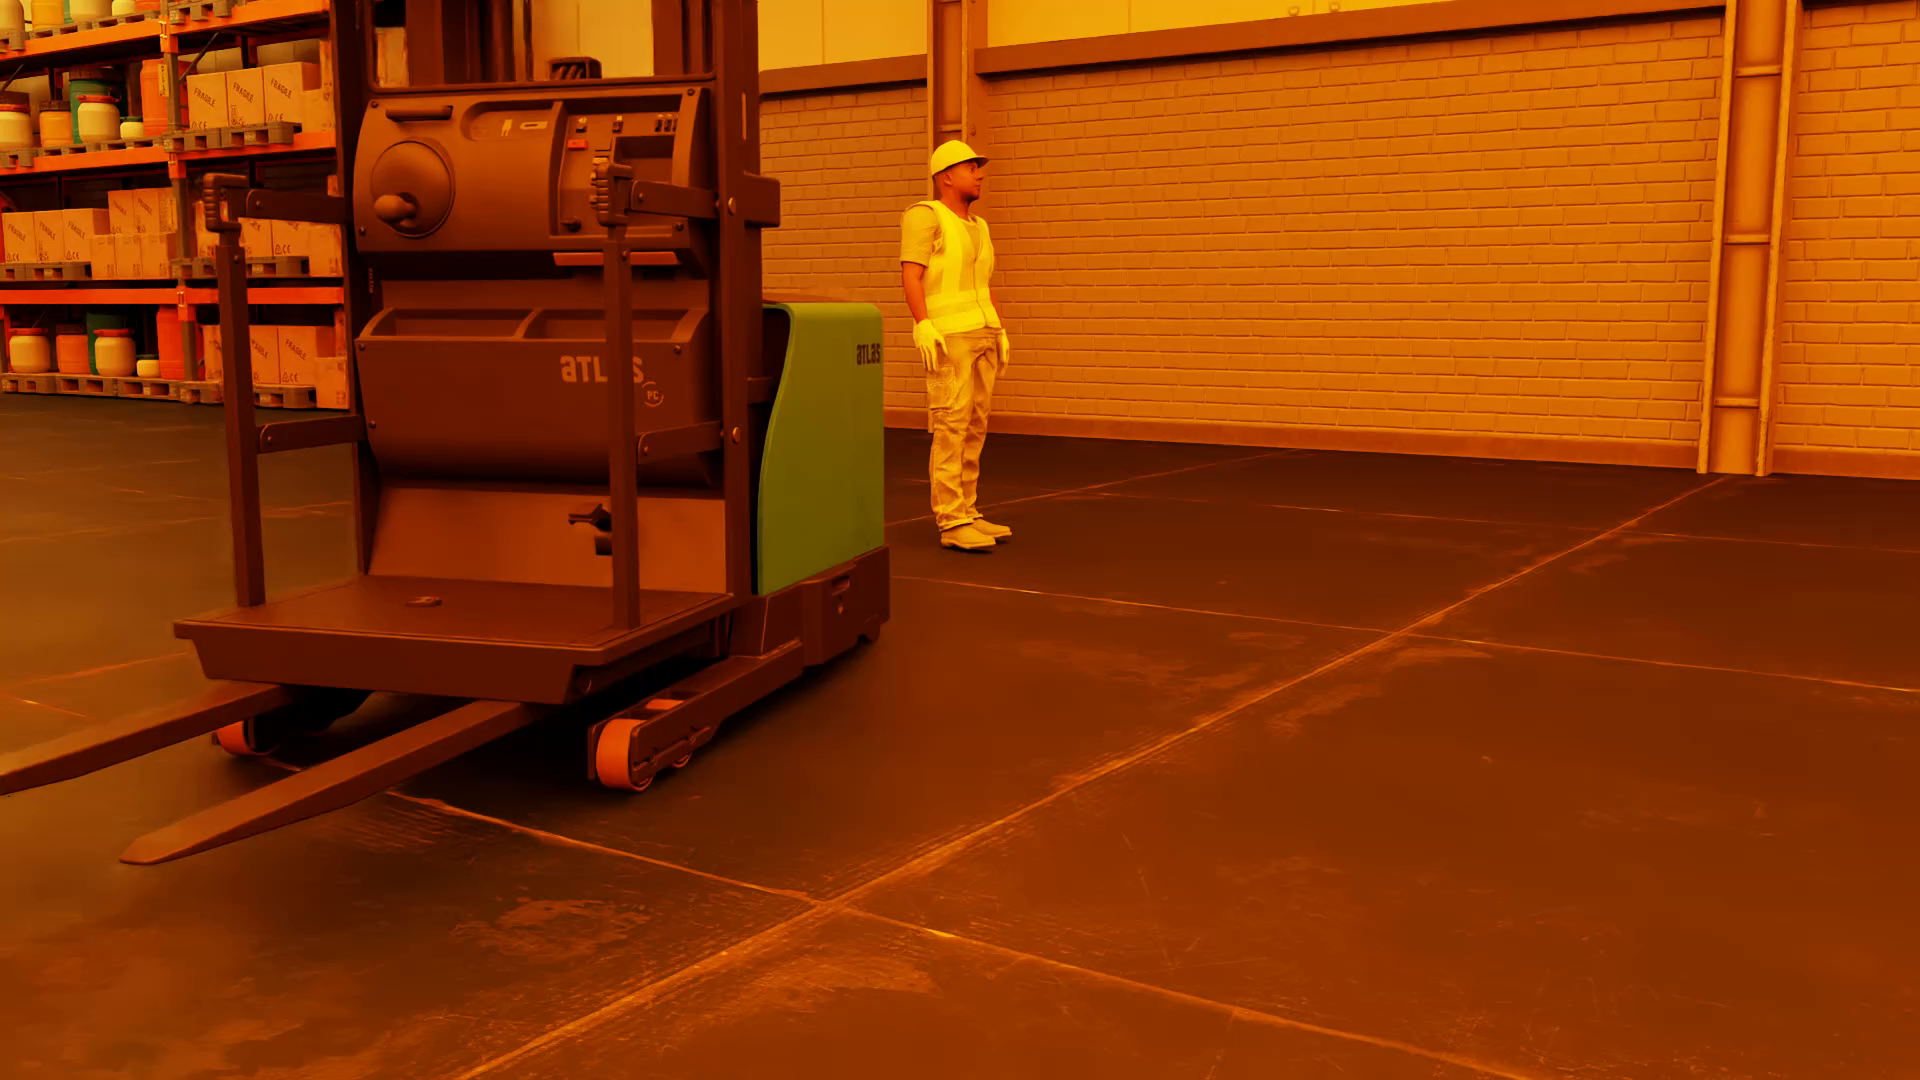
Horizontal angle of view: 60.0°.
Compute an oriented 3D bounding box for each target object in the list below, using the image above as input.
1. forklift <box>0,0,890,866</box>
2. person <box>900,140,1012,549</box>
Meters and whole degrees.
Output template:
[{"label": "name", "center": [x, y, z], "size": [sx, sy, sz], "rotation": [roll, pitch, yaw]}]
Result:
[{"label": "forklift", "center": [-1.133, -0.954, 3.903], "size": [1.130, 2.935, 3.031], "rotation": [2, 8, 16]}, {"label": "person", "center": [0.055, -0.883, 7.430], "size": [0.575, 1.785, 0.657], "rotation": [5, 10, 34]}]
